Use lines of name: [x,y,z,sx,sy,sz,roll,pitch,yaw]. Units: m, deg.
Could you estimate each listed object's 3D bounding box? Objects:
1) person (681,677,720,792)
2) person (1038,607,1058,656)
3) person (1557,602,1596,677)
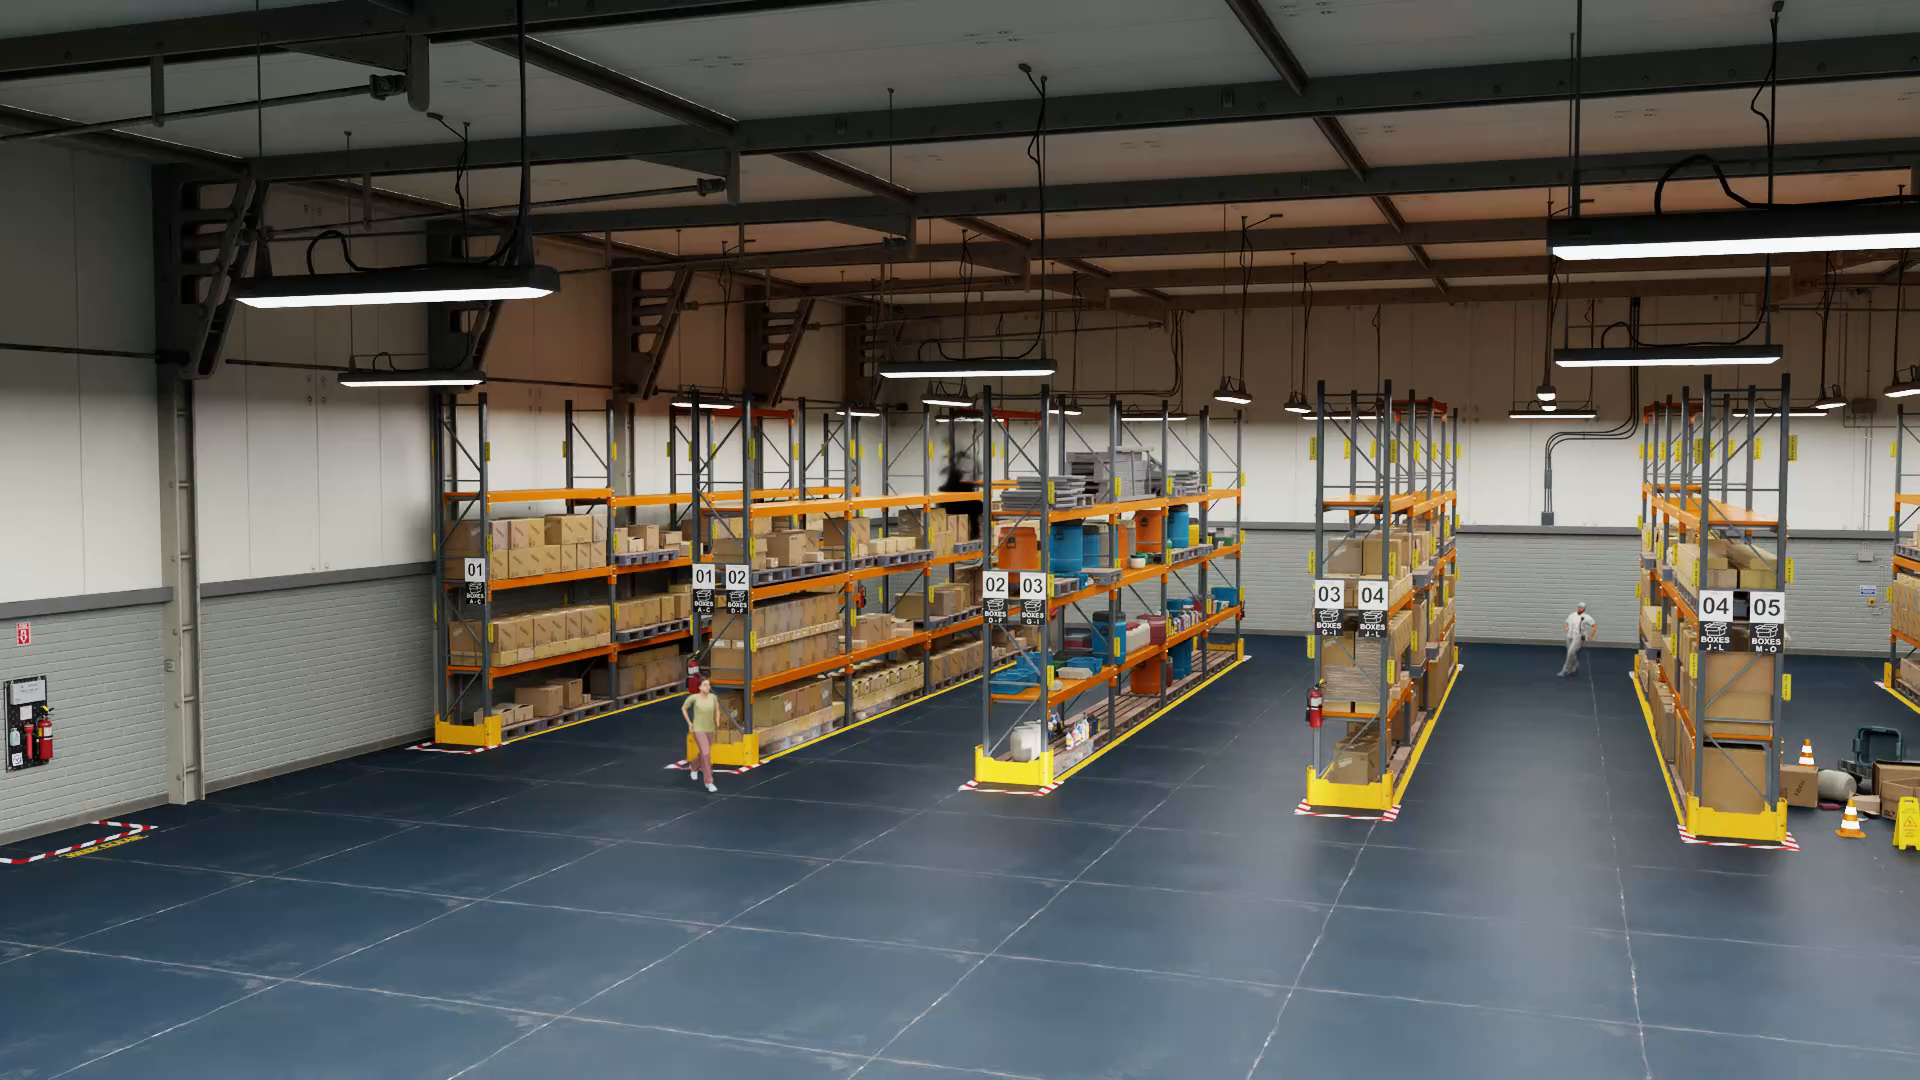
person: [-3.843,2.855,24.784,0.556,1.668,0.921,-2,4,-38]
person: [1.934,1.897,36.788,0.662,1.782,0.847,1,3,20]
person: [13.676,2.203,37.004,0.887,1.637,0.644,-2,4,-32]
